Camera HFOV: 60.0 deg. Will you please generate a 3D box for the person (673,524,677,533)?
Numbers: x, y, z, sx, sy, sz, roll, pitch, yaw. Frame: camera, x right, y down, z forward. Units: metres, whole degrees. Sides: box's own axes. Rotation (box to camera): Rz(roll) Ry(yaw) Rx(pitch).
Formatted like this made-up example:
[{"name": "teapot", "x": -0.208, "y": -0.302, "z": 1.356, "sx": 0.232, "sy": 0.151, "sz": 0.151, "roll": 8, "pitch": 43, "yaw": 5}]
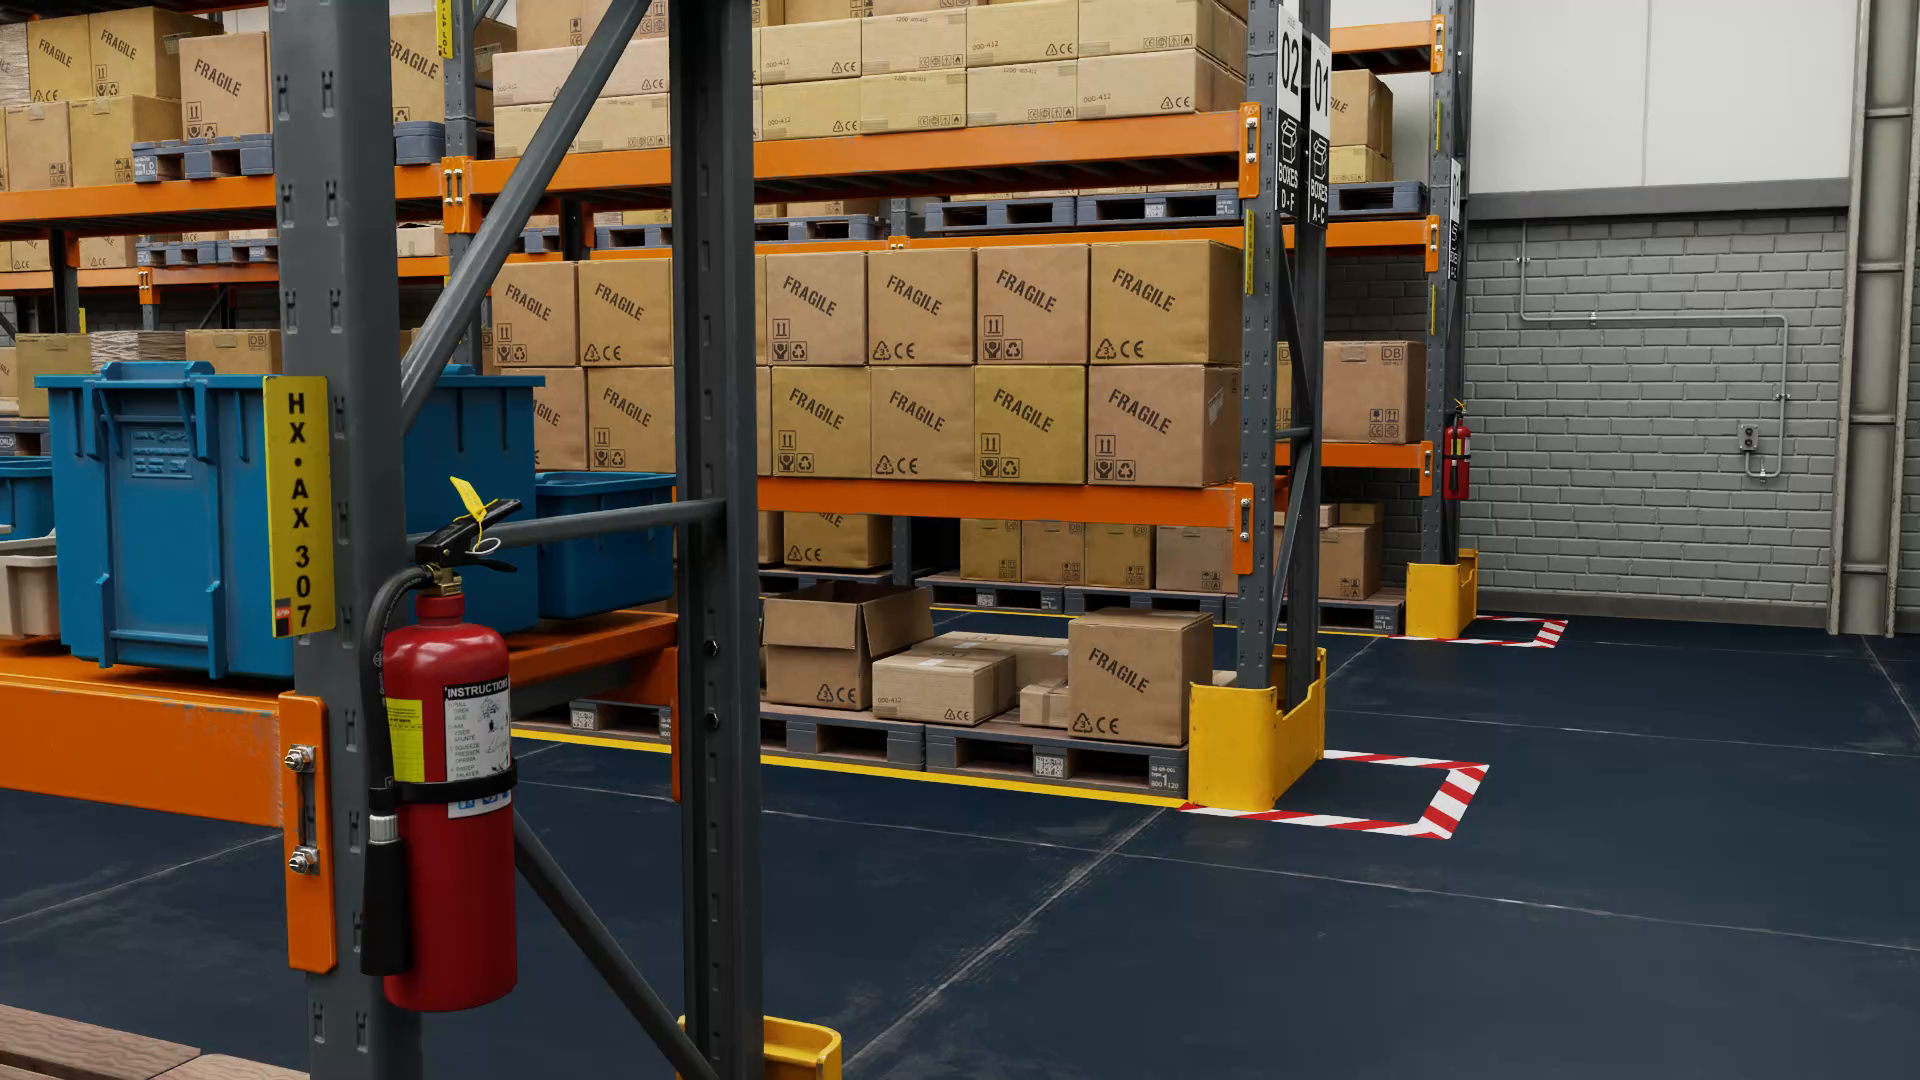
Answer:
[{"name": "person", "x": -2.067, "y": -0.207, "z": 11.146, "sx": 0.679, "sy": 1.703, "sz": 0.542, "roll": 5, "pitch": 7, "yaw": 41}]
